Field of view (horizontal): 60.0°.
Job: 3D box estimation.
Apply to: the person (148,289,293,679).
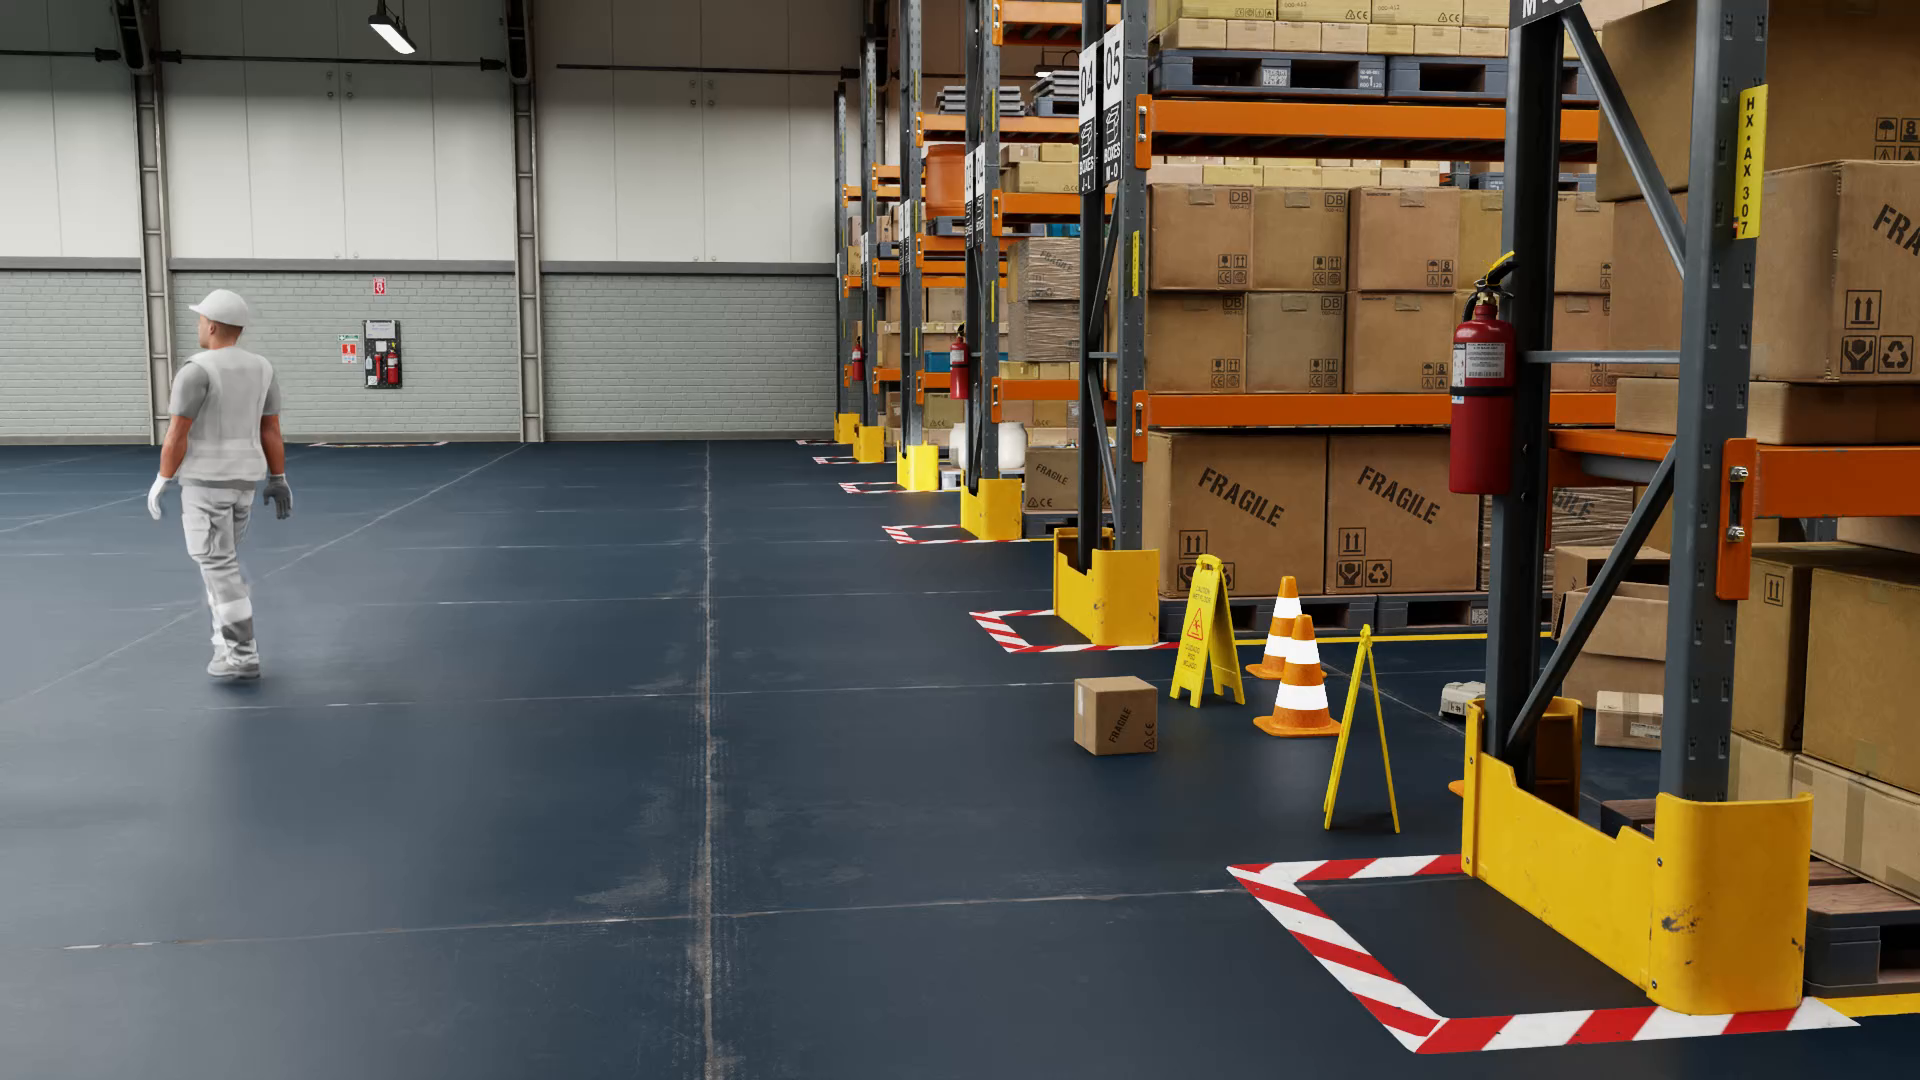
[{"bbox_3d":[-3.433,-0.227,7.685,0.513,1.841,0.590,3,7,24],"label":"person"}]
